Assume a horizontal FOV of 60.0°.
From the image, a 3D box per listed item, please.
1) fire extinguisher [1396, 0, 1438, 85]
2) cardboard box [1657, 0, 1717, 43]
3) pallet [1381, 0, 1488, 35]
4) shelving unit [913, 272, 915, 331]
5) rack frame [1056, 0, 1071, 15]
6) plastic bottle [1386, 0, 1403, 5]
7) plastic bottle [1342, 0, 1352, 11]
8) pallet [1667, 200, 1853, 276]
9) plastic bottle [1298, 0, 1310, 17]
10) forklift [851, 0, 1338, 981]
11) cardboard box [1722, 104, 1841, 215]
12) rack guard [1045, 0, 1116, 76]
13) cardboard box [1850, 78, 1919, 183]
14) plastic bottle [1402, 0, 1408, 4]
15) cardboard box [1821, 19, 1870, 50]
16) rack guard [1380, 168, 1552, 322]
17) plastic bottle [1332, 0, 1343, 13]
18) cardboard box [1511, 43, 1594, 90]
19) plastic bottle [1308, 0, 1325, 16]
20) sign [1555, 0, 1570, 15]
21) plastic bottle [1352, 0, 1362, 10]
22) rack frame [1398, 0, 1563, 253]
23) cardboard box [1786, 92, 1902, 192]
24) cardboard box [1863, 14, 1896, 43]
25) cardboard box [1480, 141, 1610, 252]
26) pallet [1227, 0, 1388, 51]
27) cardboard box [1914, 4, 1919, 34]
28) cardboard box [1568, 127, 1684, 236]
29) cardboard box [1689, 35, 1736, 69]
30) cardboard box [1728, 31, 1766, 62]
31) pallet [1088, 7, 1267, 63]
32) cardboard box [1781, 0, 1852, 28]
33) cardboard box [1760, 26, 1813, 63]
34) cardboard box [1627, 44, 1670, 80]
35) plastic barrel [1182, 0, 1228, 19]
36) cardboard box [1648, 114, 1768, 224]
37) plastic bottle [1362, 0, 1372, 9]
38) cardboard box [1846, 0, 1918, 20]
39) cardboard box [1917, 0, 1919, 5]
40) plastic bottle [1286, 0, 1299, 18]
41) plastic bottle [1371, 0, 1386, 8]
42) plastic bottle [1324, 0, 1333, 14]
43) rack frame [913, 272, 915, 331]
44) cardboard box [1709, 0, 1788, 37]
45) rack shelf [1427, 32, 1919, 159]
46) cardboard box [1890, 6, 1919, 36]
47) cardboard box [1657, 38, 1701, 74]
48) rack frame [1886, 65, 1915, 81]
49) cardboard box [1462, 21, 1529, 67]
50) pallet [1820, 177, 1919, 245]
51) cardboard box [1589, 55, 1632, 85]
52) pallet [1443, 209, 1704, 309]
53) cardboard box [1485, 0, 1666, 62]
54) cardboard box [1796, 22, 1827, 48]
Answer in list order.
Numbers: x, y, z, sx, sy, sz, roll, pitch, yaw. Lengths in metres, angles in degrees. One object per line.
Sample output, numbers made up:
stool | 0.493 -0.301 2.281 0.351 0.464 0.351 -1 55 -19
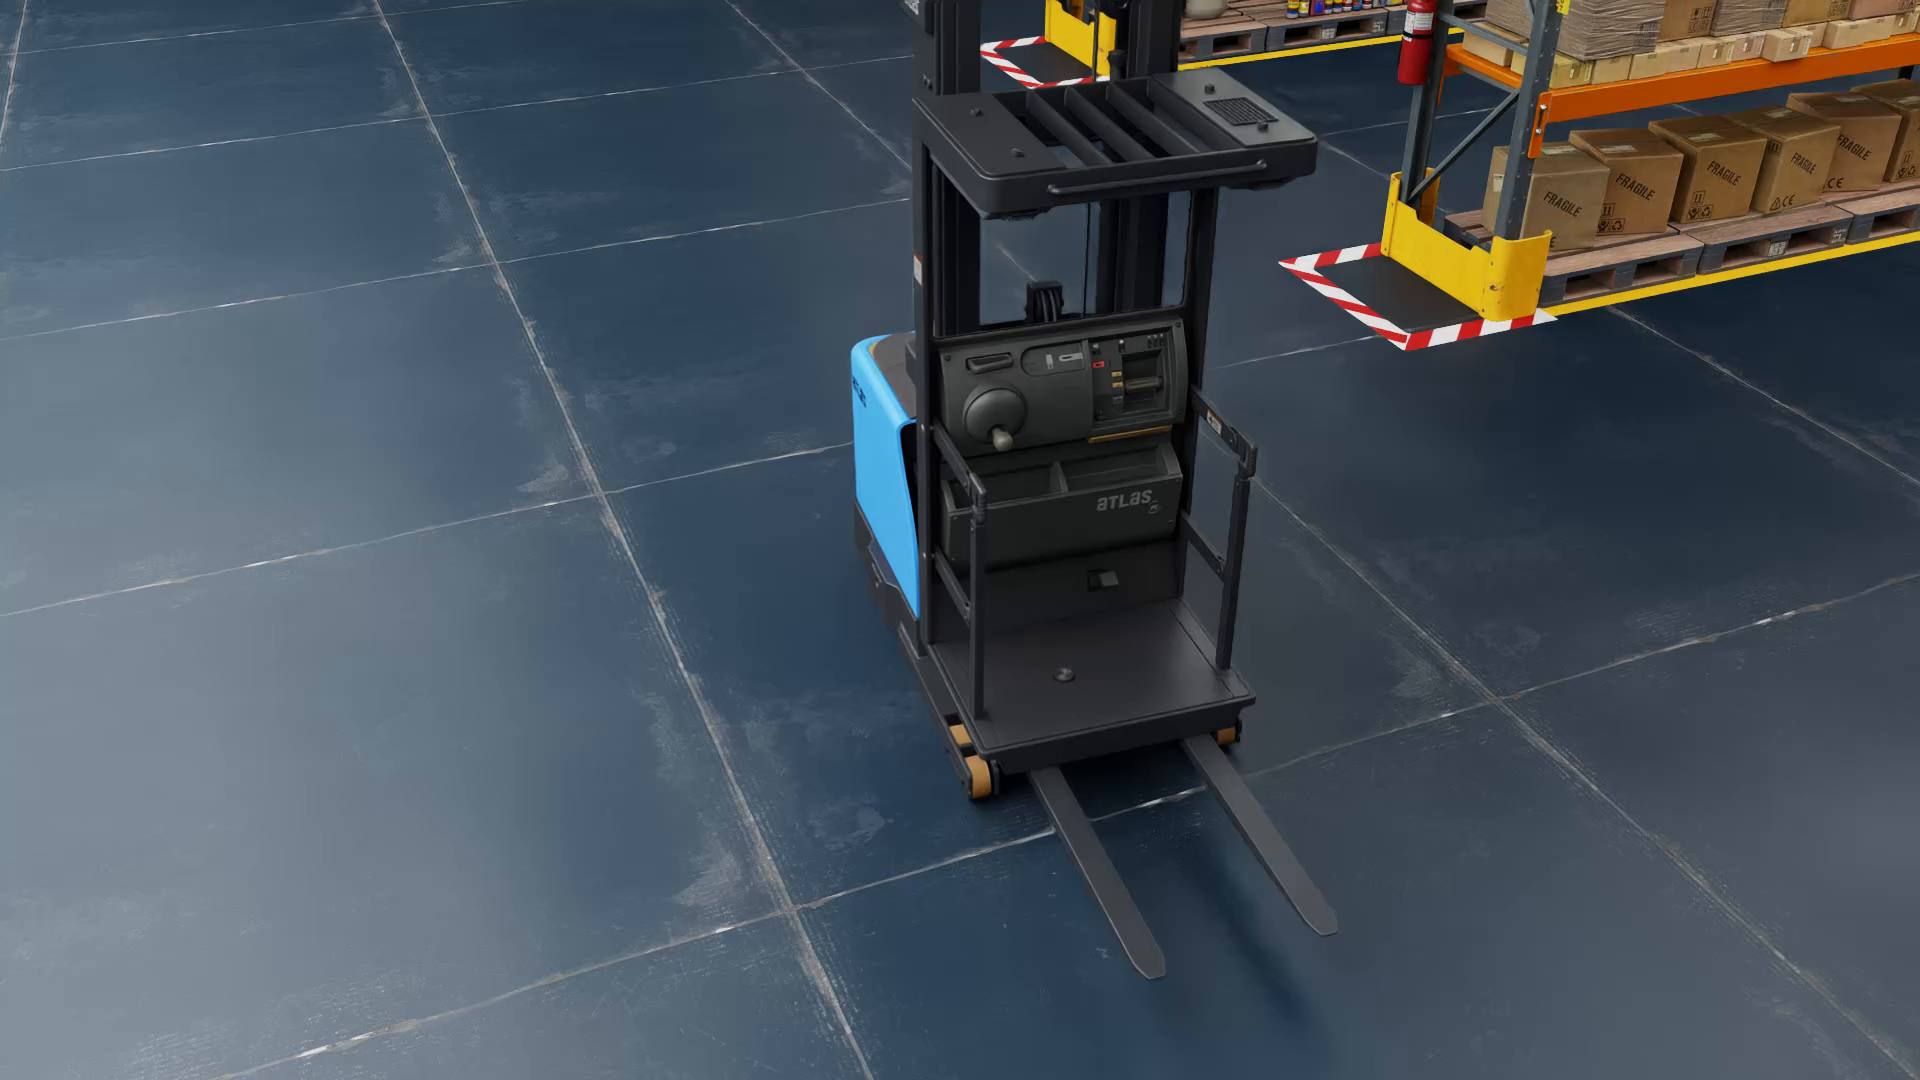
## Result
fire extinguisher | 2.682 -3.009 9.695 0.183 0.674 0.296 -13 35 -19
cardboard box | 3.898 -3.269 9.659 0.500 0.500 0.875 -13 35 -19
pallet | 4.101 -4.879 15.056 1.213 0.211 1.003 -13 35 -19
shelving unit | -0.084 -0.636 7.627 0.189 1.200 0.258 -10 34 -15
rack frame | 1.049 -5.325 13.183 0.127 3.000 1.000 -13 35 -19
plastic bottle | 3.780 -4.853 14.484 0.185 0.351 0.144 -13 35 -19
plastic bottle | 3.340 -4.676 14.349 0.097 0.201 0.097 0 33 0
pallet | 4.922 -2.090 10.769 1.213 0.211 1.003 -13 35 -19
plastic bottle | 2.936 -4.584 14.207 0.097 0.201 0.097 0 33 0
forklift | 0.451 -0.502 5.835 1.130 2.935 3.031 -10 34 -15
cardboard box | 5.203 -2.447 10.667 0.500 0.500 0.500 -16 36 -23
rack guard | 1.100 -4.316 13.926 0.348 0.500 1.175 -13 35 -19
cardboard box | 6.270 -2.742 11.121 0.500 0.500 0.500 -14 36 -20
plastic bottle | 3.943 -4.838 14.523 0.133 0.283 0.061 -11 35 -16
cardboard box | 5.181 -3.071 9.949 0.250 0.149 0.380 -13 35 -19
rack guard | 3.036 -1.802 10.061 0.348 0.500 1.175 -13 35 -19
plastic bottle | 3.249 -4.685 14.298 0.097 0.271 0.097 0 33 0
cardboard box | 3.321 -2.669 9.332 0.250 0.149 0.380 -13 35 -19
plastic bottle | 3.057 -4.635 14.210 0.133 0.283 0.061 -12 35 -18
sign | 3.176 -2.924 8.700 0.005 0.325 0.100 -13 35 -19
plastic bottle | 3.436 -4.728 14.364 0.097 0.271 0.097 0 33 0
rack frame | 2.966 -2.834 9.355 0.127 3.000 1.000 -13 35 -19
cardboard box | 5.745 -2.618 10.930 0.500 0.500 0.500 -2 33 -4
cardboard box | 5.398 -3.141 10.057 0.250 0.149 0.380 -13 35 -19
cardboard box | 3.548 -2.086 10.112 0.500 0.500 0.500 -7 34 -10
pallet | 2.975 -4.620 14.656 1.213 0.211 1.003 -13 35 -19
cardboard box | 5.894 -3.200 10.149 0.250 0.149 0.380 -13 35 -19
cardboard box | 4.086 -2.229 10.332 0.500 0.500 0.500 -4 33 -6
cardboard box | 4.251 -2.870 9.640 0.250 0.149 0.380 -13 35 -19
cardboard box | 4.471 -2.936 9.743 0.250 0.149 0.380 -13 35 -19
pallet | 1.852 -4.364 14.264 1.213 0.211 1.003 -13 35 -19
cardboard box | 4.842 -3.452 9.941 0.500 0.500 0.875 -13 35 -19
cardboard box | 4.742 -2.937 9.744 0.250 0.149 0.380 -13 35 -19
cardboard box | 3.795 -2.757 9.468 0.250 0.149 0.380 -13 35 -19
plastic barrel | 2.088 -4.741 14.182 0.421 0.512 0.421 0 33 0
cardboard box | 4.671 -2.352 10.521 0.500 0.500 0.500 -10 34 -14
plastic bottle | 3.530 -4.720 14.416 0.097 0.201 0.097 0 33 0
cardboard box | 5.319 -3.537 10.071 0.500 0.500 0.875 -13 35 -19
cardboard box | 5.741 -3.693 10.311 0.500 0.500 0.875 -13 35 -19
plastic bottle | 2.841 -4.591 14.154 0.097 0.271 0.097 0 33 0
plastic bottle | 3.628 -4.790 14.455 0.135 0.276 0.152 -12 35 -18
plastic bottle | 3.157 -4.664 14.266 0.097 0.271 0.097 0 33 0
rack frame | -0.171 -0.621 7.604 0.006 1.200 0.240 -10 34 -15
cardboard box | 4.376 -3.353 9.788 0.500 0.500 0.875 -13 35 -19
rack shelf | 4.810 -2.955 10.200 4.000 0.370 1.077 -13 35 -19
cardboard box | 5.613 -3.214 10.170 0.250 0.149 0.380 -13 35 -19
cardboard box | 4.018 -2.820 9.565 0.250 0.149 0.380 -13 35 -19
rack frame | 6.654 -3.678 10.653 0.127 3.000 1.000 -13 35 -19
cardboard box | 3.149 -2.893 9.676 0.250 0.149 0.380 -13 35 -19
pallet | 6.049 -2.350 11.168 1.213 0.211 1.003 -13 35 -19
cardboard box | 3.559 -2.712 9.398 0.250 0.149 0.380 -13 35 -19
pallet | 3.799 -1.835 10.376 1.213 0.211 1.003 -13 35 -19
cardboard box | 3.484 -3.103 9.404 0.500 0.500 0.875 -13 35 -19
cardboard box | 4.921 -3.056 9.927 0.250 0.149 0.380 -13 35 -19
